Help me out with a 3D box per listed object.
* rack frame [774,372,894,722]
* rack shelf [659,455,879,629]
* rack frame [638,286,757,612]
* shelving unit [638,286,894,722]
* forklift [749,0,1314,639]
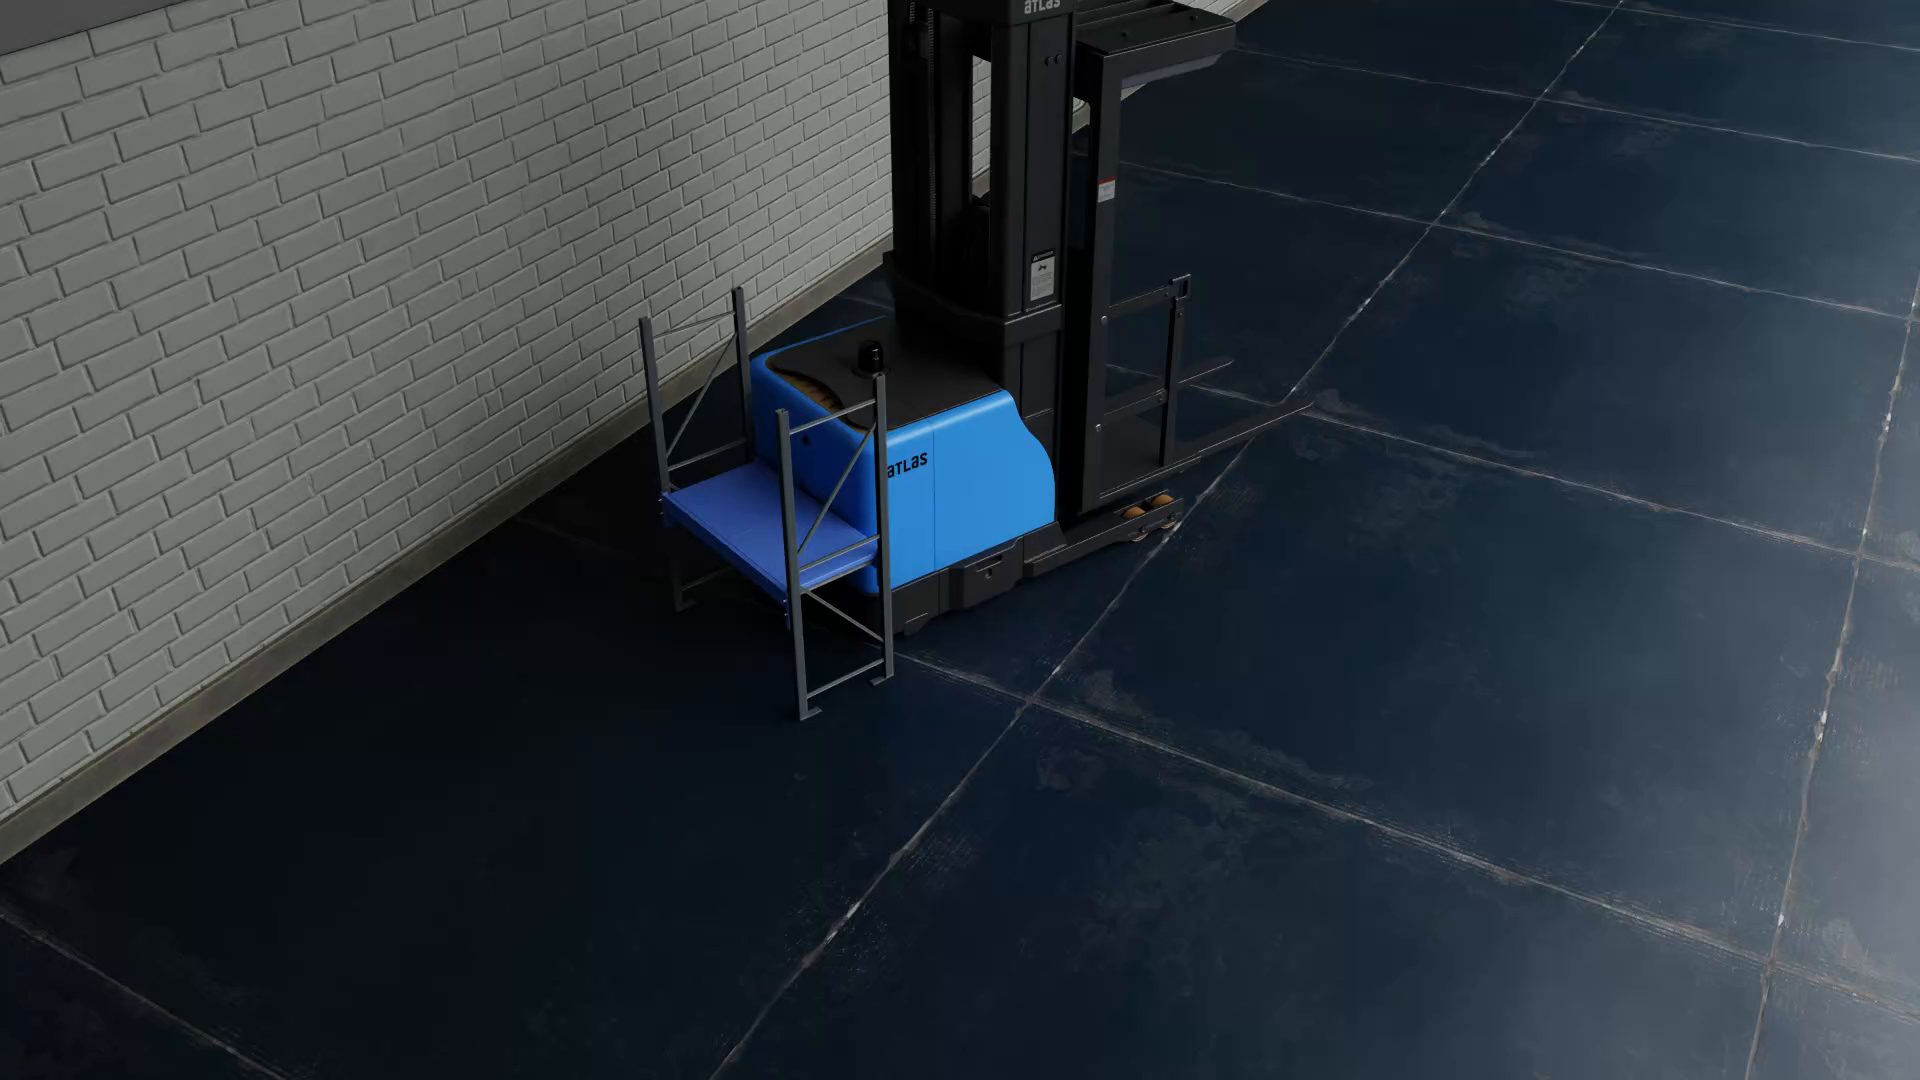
[{"bbox_3d":[-0.497,0.057,6.811,0.500,1.500,0.032,-24,41,-32],"label":"rack frame"},{"bbox_3d":[-0.817,-0.012,7.239,0.538,0.185,1.000,-24,41,-32],"label":"rack shelf"},{"bbox_3d":[-1.138,-0.380,7.468,0.500,1.500,0.032,-24,41,-32],"label":"rack frame"},{"bbox_3d":[-0.817,-0.162,7.139,0.538,1.500,1.048,-24,41,-32],"label":"shelving unit"},{"bbox_3d":[0.500,-1.427,7.748,3.031,2.935,1.130,-22,40,-30],"label":"forklift"}]
